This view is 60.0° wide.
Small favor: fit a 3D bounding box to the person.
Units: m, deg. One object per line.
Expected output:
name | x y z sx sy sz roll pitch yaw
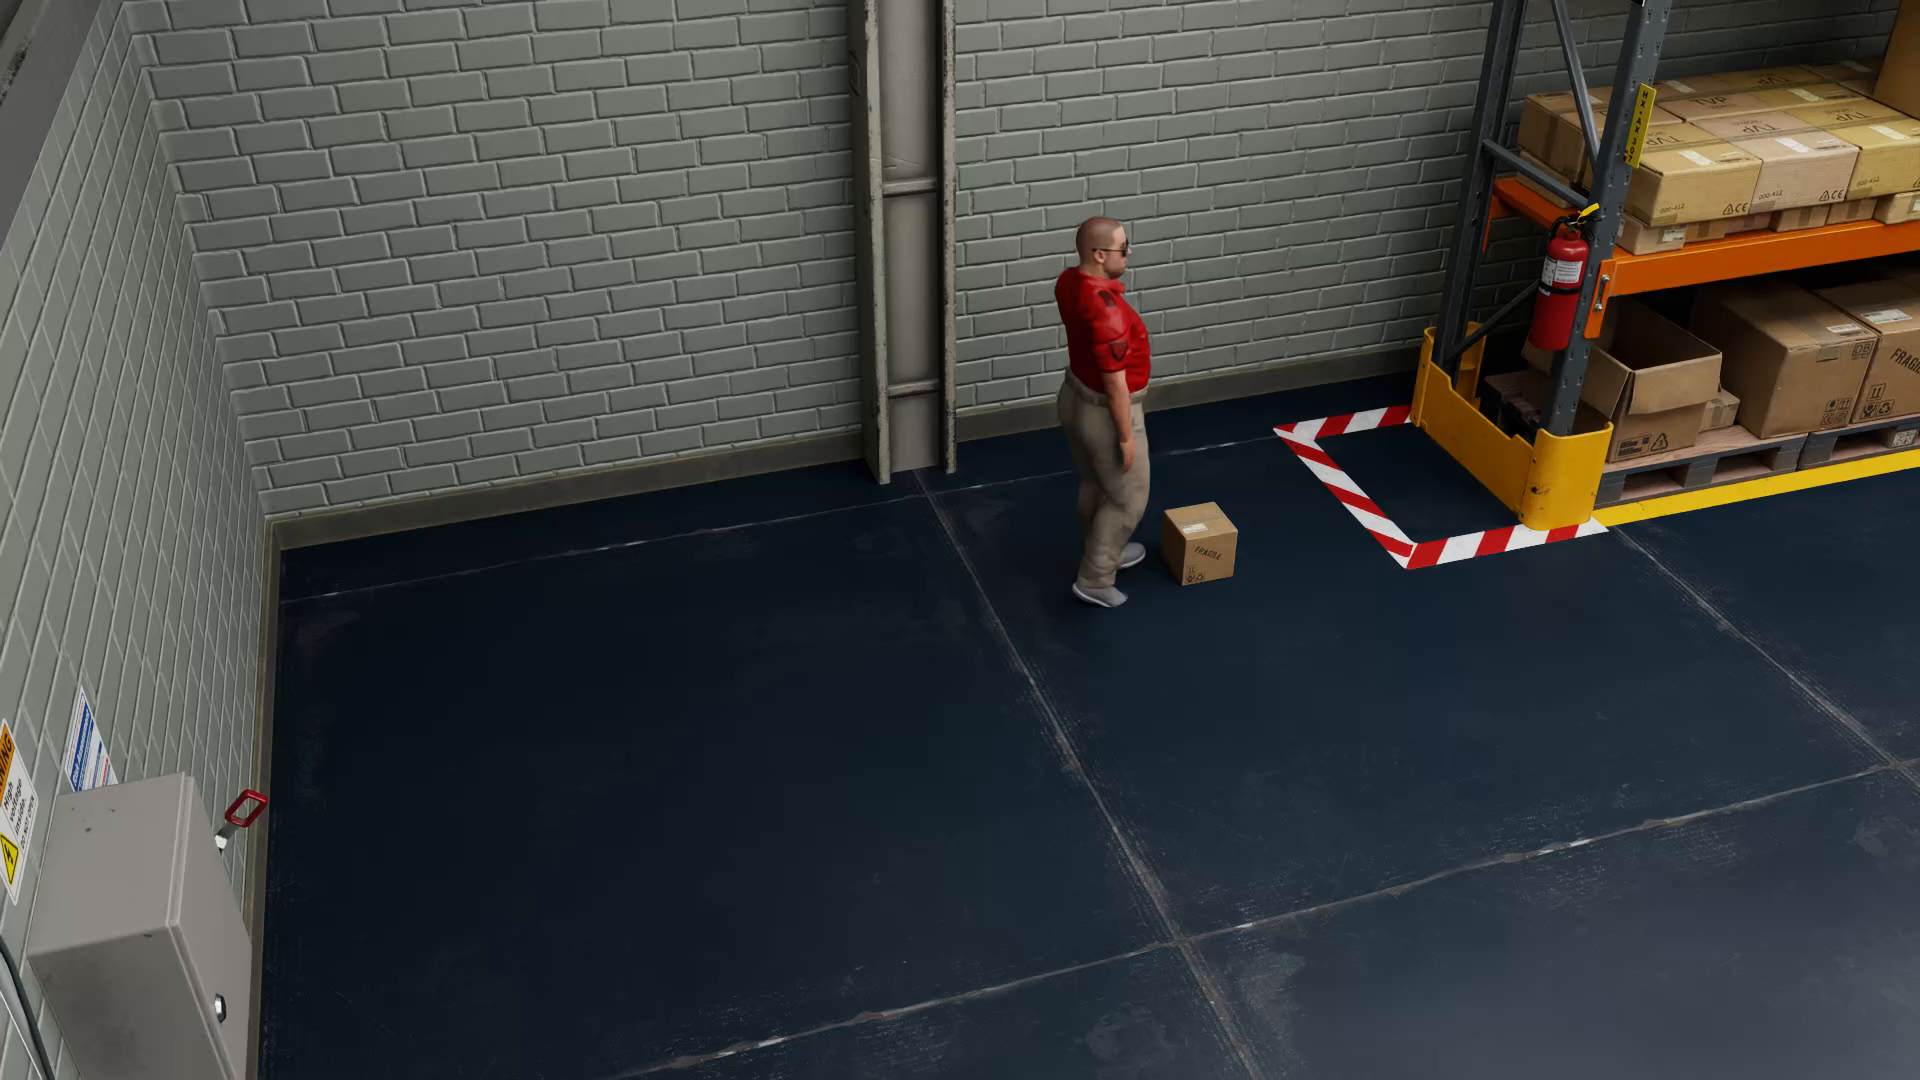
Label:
person | 0.655 -0.516 6.988 0.488 1.812 0.610 -13 36 -19
